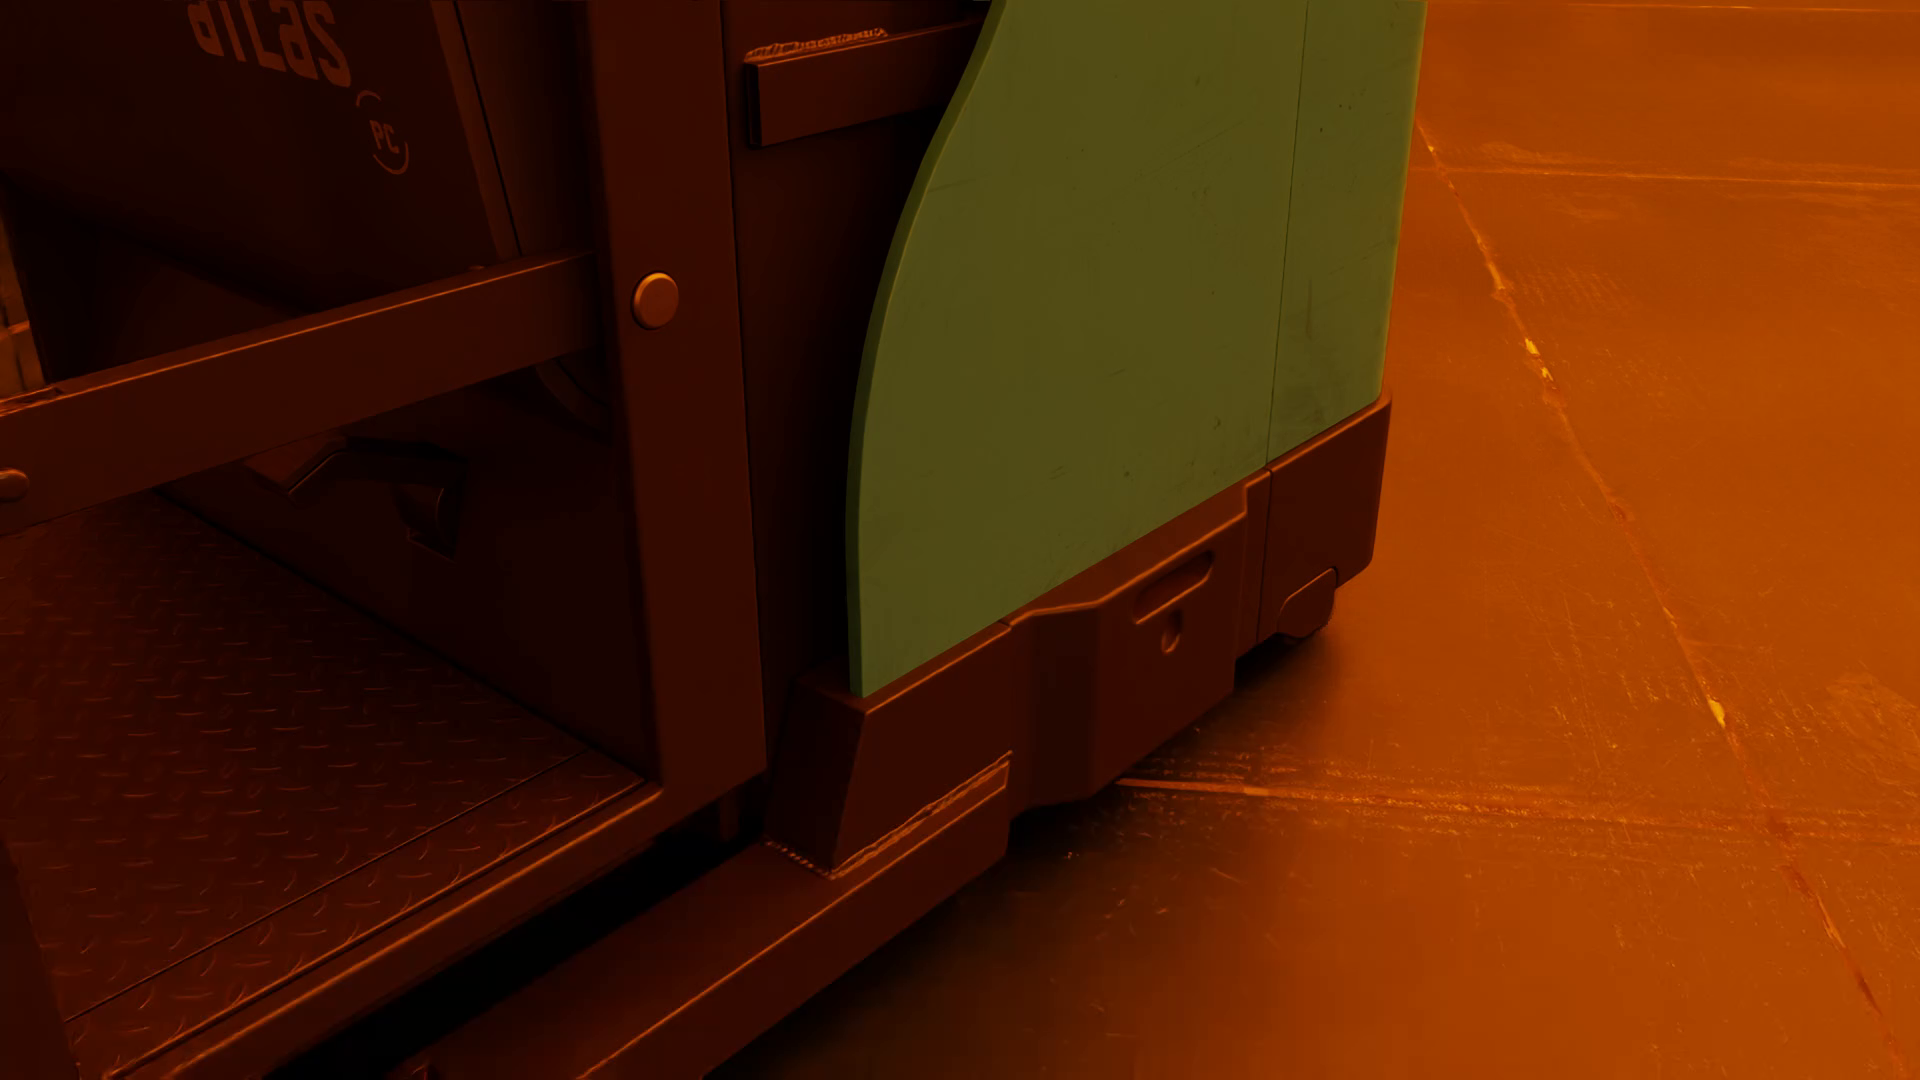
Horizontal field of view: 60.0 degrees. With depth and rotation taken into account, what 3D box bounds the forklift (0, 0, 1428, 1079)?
[{"bbox_3d":[-0.772,-0.884,0.989,1.130,2.935,3.031,21,33,36],"label":"forklift"}]
